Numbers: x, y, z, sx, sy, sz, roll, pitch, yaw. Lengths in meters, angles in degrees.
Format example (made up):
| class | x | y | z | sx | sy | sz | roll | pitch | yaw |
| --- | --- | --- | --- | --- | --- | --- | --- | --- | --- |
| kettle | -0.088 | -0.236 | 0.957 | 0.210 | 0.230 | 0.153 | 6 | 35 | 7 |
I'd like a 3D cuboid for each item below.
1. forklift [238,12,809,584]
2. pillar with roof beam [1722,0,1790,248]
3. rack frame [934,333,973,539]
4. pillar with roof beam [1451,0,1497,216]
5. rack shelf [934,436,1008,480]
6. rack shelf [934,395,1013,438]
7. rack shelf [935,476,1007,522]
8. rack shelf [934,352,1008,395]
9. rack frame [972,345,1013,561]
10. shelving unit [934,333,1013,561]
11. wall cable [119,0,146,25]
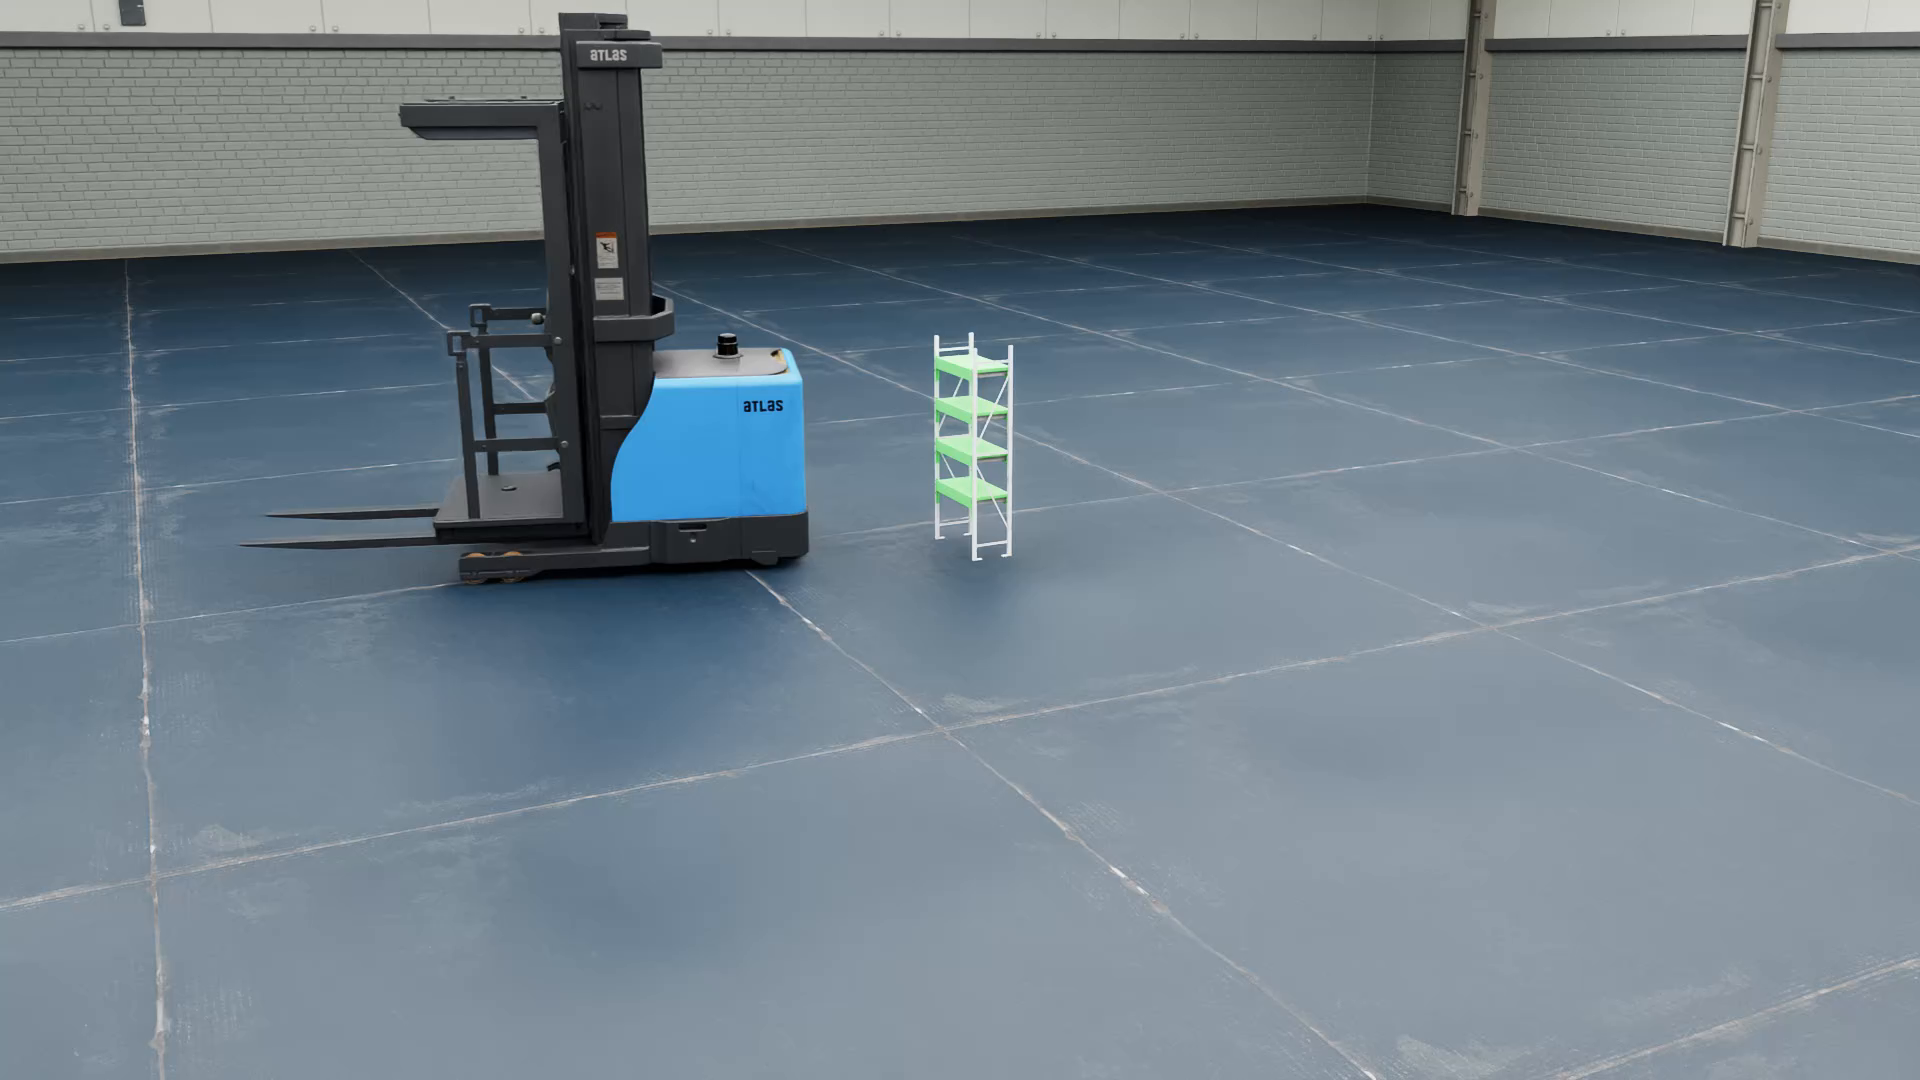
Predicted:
| class | x | y | z | sx | sy | sz | roll | pitch | yaw |
| --- | --- | --- | --- | --- | --- | --- | --- | --- | --- |
| forklift | -2.405 | -1.327 | 9.063 | 3.031 | 2.935 | 1.130 | -3 | 16 | -9 |
| pillar with roof beam | 8.051 | -8.300 | 22.361 | 9.100 | 9.000 | 0.400 | -8 | 18 | -25 |
| rack frame | -0.034 | -0.596 | 9.653 | 0.240 | 1.200 | 0.015 | -8 | 18 | -25 |
| pillar with roof beam | 5.422 | -9.788 | 27.545 | 9.100 | 9.000 | 0.400 | -8 | 18 | -25 |
| rack shelf | 0.073 | -0.474 | 9.460 | 0.258 | 0.148 | 0.480 | -8 | 18 | -25 |
| rack shelf | 0.073 | -0.705 | 9.394 | 0.258 | 0.148 | 0.480 | -8 | 18 | -25 |
| rack shelf | 0.073 | -0.244 | 9.526 | 0.258 | 0.148 | 0.480 | -8 | 18 | -25 |
| rack shelf | 0.073 | -0.936 | 9.327 | 0.258 | 0.148 | 0.480 | -8 | 18 | -25 |
| rack frame | 0.179 | -0.475 | 9.231 | 0.240 | 1.200 | 0.015 | -8 | 18 | -25 |
| shelving unit | 0.073 | -0.536 | 9.442 | 0.258 | 1.200 | 0.503 | -8 | 18 | -25 |
| wall cable | -10.585 | -10.170 | 22.711 | 2.305 | 6.003 | 0.169 | -8 | 18 | -25 |
